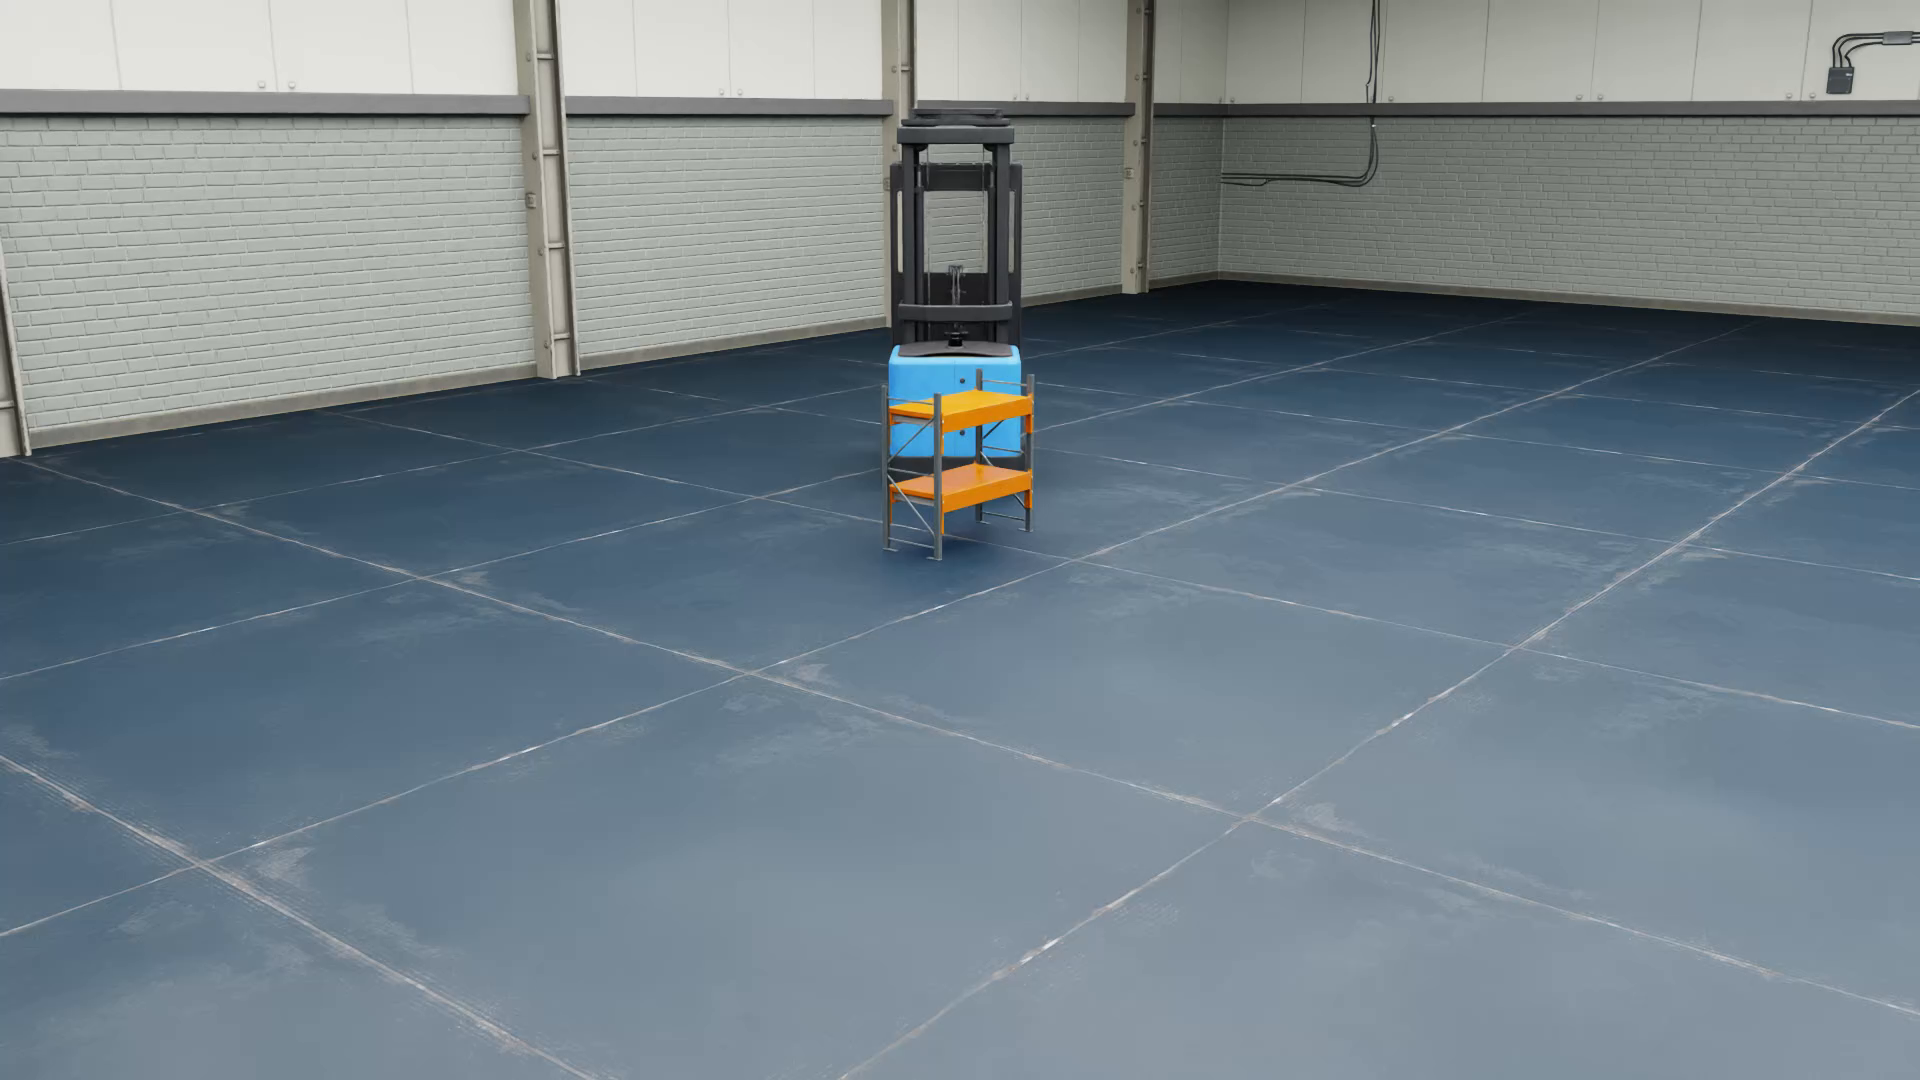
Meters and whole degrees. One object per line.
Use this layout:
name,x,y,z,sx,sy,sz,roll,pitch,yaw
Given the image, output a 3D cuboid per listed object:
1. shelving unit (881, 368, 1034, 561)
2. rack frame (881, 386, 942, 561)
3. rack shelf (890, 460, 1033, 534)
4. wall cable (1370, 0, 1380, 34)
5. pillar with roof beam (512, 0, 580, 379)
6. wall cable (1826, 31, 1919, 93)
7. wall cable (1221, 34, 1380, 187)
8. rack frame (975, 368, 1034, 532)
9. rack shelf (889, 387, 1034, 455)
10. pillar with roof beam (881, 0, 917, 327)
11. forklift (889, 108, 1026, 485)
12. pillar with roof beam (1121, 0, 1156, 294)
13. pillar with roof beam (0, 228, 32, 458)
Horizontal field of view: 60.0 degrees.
shelving unit,-0.004,-0.544,11.479,0.538,1.125,1.048,11,18,38
rack frame,-0.324,-0.447,11.096,0.500,1.125,0.032,11,18,38
rack shelf,-0.004,-0.307,11.540,0.538,0.278,1.000,11,18,38
wall cable,7.931,-9.424,26.493,3.097,2.526,0.112,11,18,38
pillar with roof beam,-1.247,-5.576,15.297,9.100,9.000,0.400,11,18,38
wall cable,13.201,-9.076,22.167,2.305,6.003,0.169,11,18,38
wall cable,5.827,-7.395,28.763,3.097,2.526,0.112,11,18,38
rack frame,0.315,-0.641,11.863,0.500,1.125,0.032,11,18,38
rack shelf,-0.004,-0.828,11.407,0.538,0.278,1.000,11,18,38
pillar with roof beam,2.524,-6.725,19.820,9.100,9.000,0.400,11,18,38
forklift,-0.032,-2.136,14.078,1.130,2.935,3.031,0,14,0
pillar with roof beam,6.295,-7.874,24.343,9.100,9.000,0.400,11,18,38
pillar with roof beam,-5.018,-4.427,10.774,9.100,9.000,0.400,11,18,38
